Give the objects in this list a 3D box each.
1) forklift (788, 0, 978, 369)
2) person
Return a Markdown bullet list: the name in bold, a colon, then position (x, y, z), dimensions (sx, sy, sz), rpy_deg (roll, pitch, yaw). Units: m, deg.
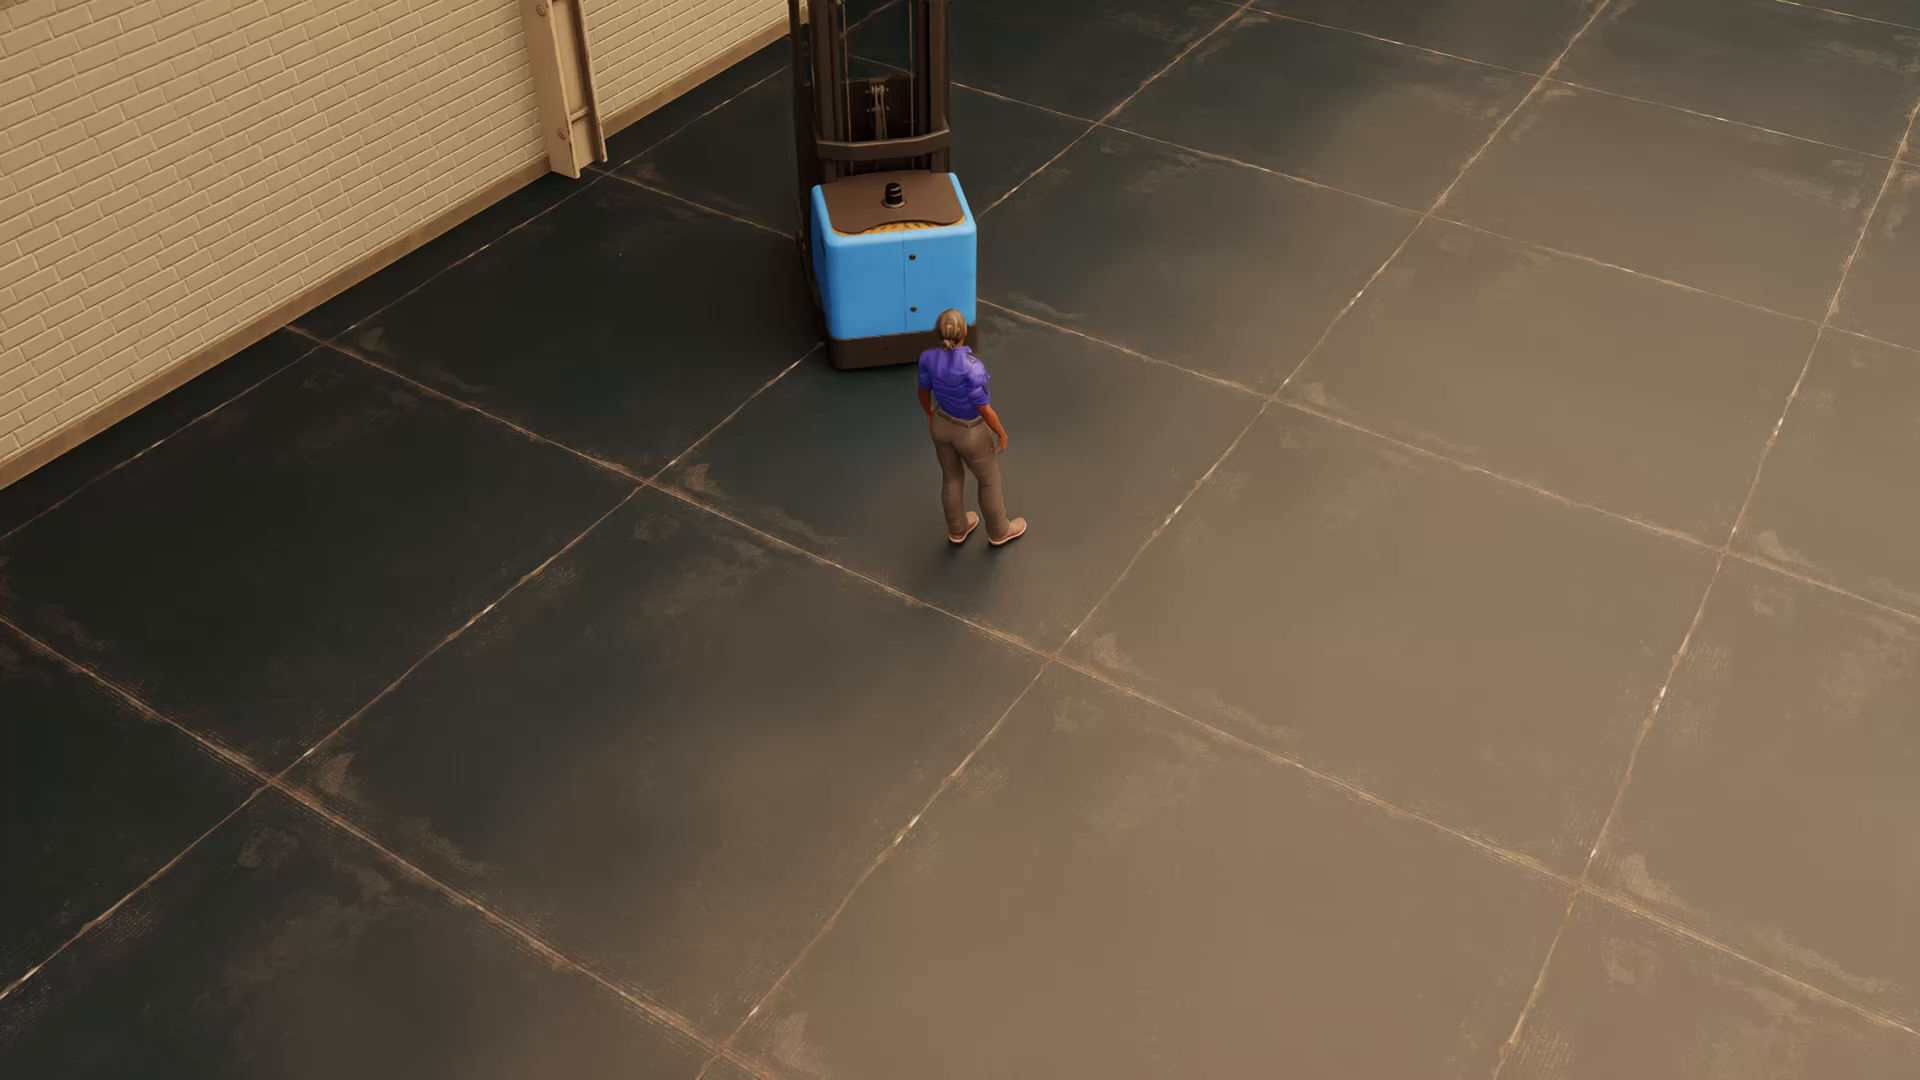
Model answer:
- **forklift**: position (-0.658, -3.260, 11.814), dimensions (1.130, 2.935, 3.031), rpy_deg (-7, 41, -8)
- **person**: position (0.064, -0.677, 9.743), dimensions (0.569, 1.654, 0.504), rpy_deg (22, 45, 24)
